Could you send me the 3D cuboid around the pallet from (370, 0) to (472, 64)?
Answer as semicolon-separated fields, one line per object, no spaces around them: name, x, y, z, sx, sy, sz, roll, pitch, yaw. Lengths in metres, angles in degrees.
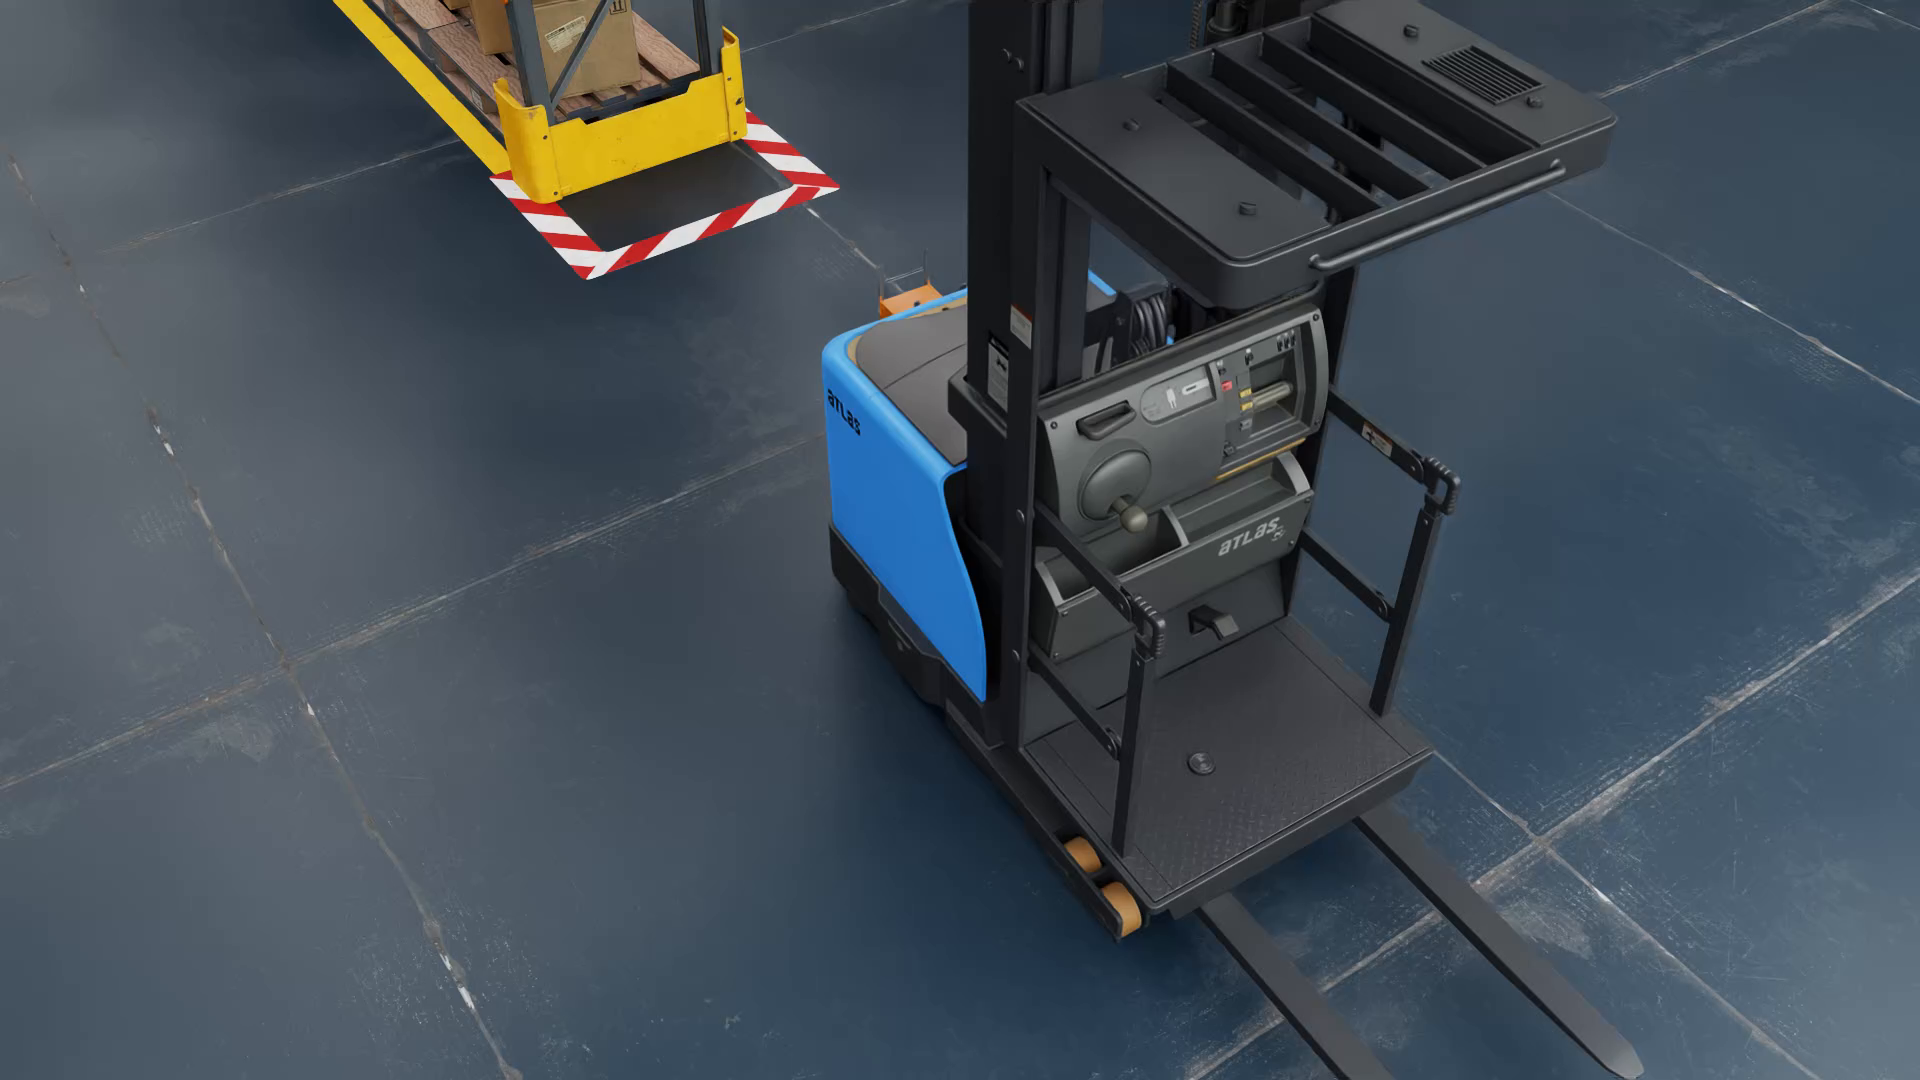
pallet;-2.755;-3.154;9.401;1.003;0.211;1.213;-26;49;-24

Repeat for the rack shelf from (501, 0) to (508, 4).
rack shelf;-2.726;-3.828;8.608;1.077;0.370;4.000;-26;49;-24

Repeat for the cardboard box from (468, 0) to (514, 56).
cardboard box;-2.295;-2.888;8.609;0.500;0.500;0.500;-14;45;-14

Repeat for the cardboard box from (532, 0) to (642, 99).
cardboard box;-1.925;-2.563;8.269;0.500;0.500;0.500;-17;46;-17

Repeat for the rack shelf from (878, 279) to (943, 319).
rack shelf;-0.132;-0.722;5.850;0.215;0.259;0.240;-23;48;-23

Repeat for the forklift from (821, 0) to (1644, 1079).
forklift;0.743;-0.243;4.382;1.130;2.935;3.031;-23;48;-23

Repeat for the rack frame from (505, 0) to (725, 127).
rack frame;-1.582;-2.955;7.173;1.000;3.000;0.127;-26;49;-24

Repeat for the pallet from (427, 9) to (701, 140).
pallet;-2.061;-2.464;8.678;1.003;0.211;1.213;-26;49;-24

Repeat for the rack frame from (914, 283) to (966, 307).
rack frame;-0.067;-0.453;5.964;0.200;1.050;0.008;-23;48;-23

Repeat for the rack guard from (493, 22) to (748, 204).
rack guard;-1.625;-2.094;8.081;1.175;0.500;0.348;-26;49;-24

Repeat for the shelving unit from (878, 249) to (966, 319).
shelving unit;-0.132;-0.524;6.039;0.215;1.050;0.252;-23;48;-23

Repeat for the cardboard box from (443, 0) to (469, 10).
cardboard box;-2.638;-3.250;8.988;0.500;0.500;0.500;-21;48;-21

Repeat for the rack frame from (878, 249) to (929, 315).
rack frame;-0.197;-0.596;6.114;0.200;1.050;0.008;-23;48;-23
